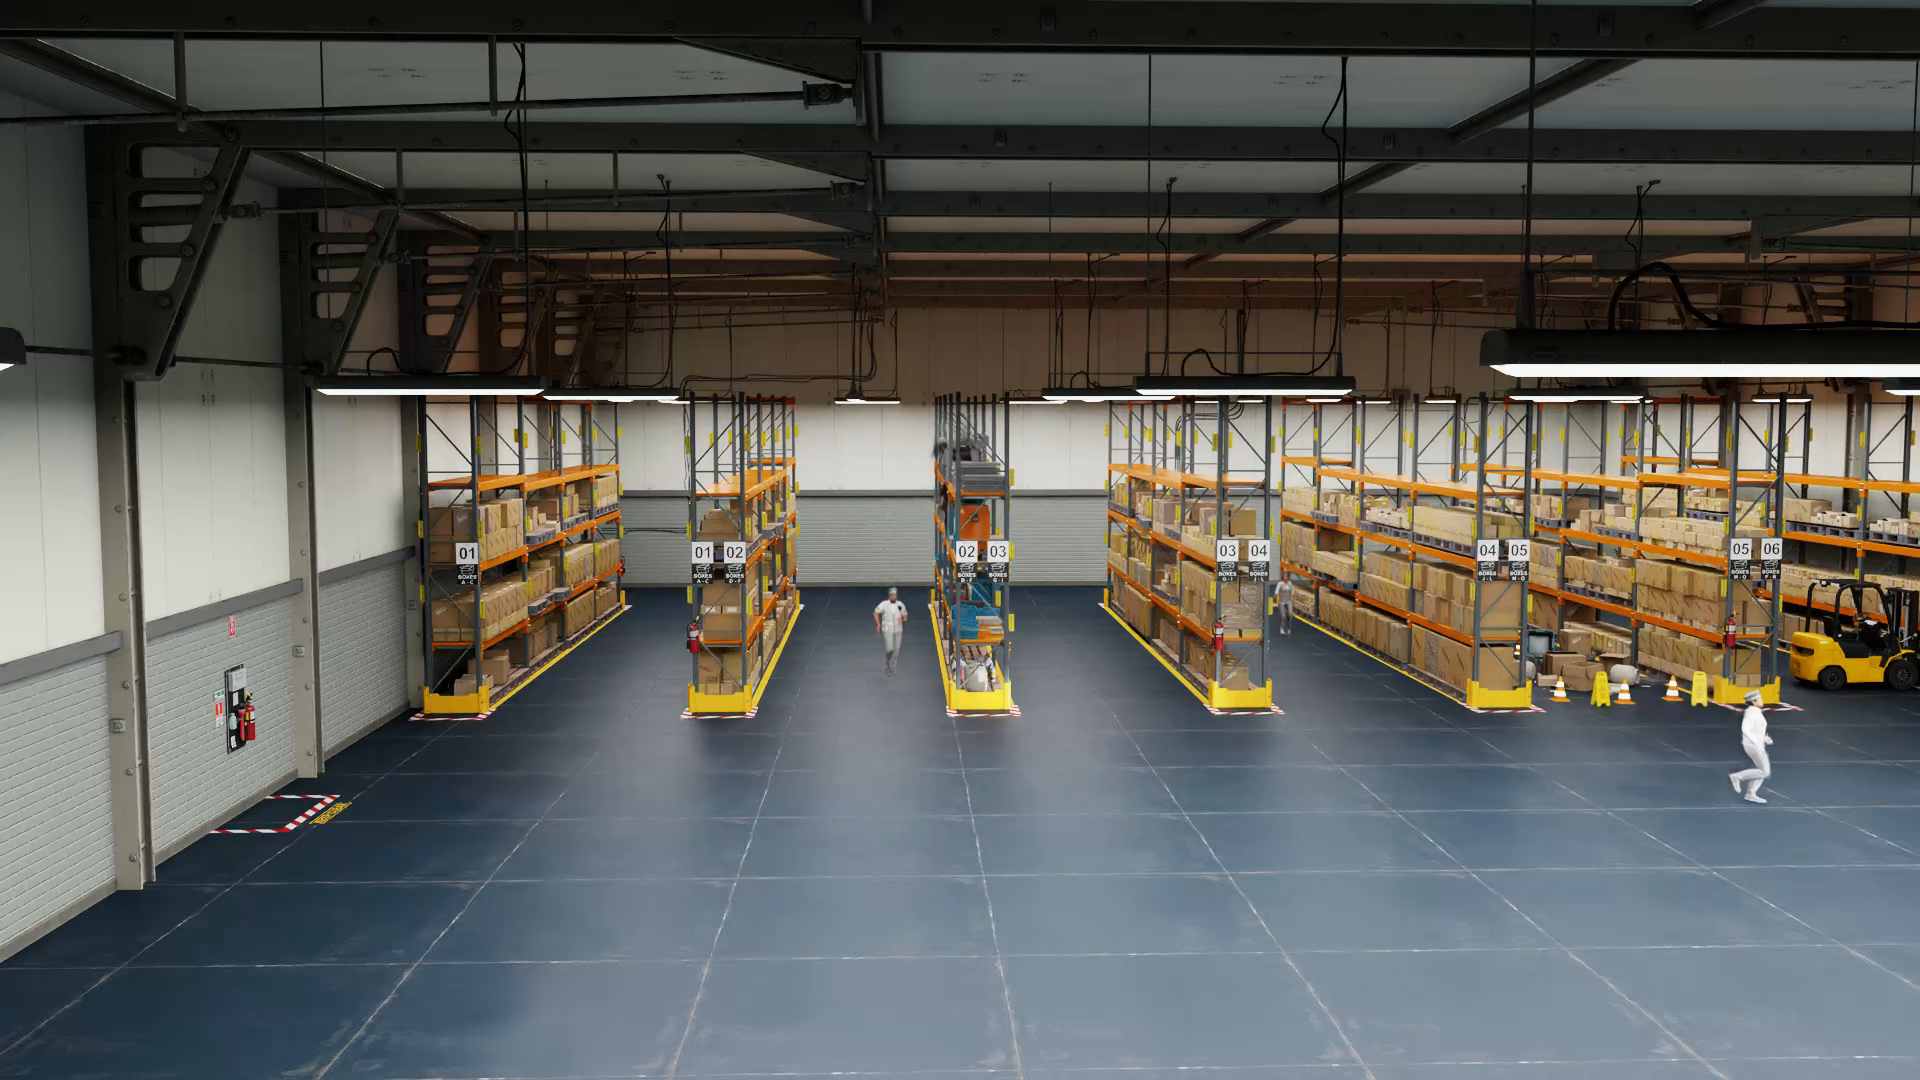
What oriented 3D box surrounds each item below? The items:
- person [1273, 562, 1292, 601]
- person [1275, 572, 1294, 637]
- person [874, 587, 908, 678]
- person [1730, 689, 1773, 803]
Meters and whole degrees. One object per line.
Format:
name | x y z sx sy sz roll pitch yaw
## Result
person | 9.645 0.909 48.950 0.896 1.748 0.739 -1 5 -13
person | 8.116 1.607 41.524 0.532 1.615 0.678 0 5 0
person | -1.364 1.878 33.693 0.641 1.842 0.677 -1 5 -18
person | 11.474 2.976 24.100 0.552 1.657 0.621 2 5 24
